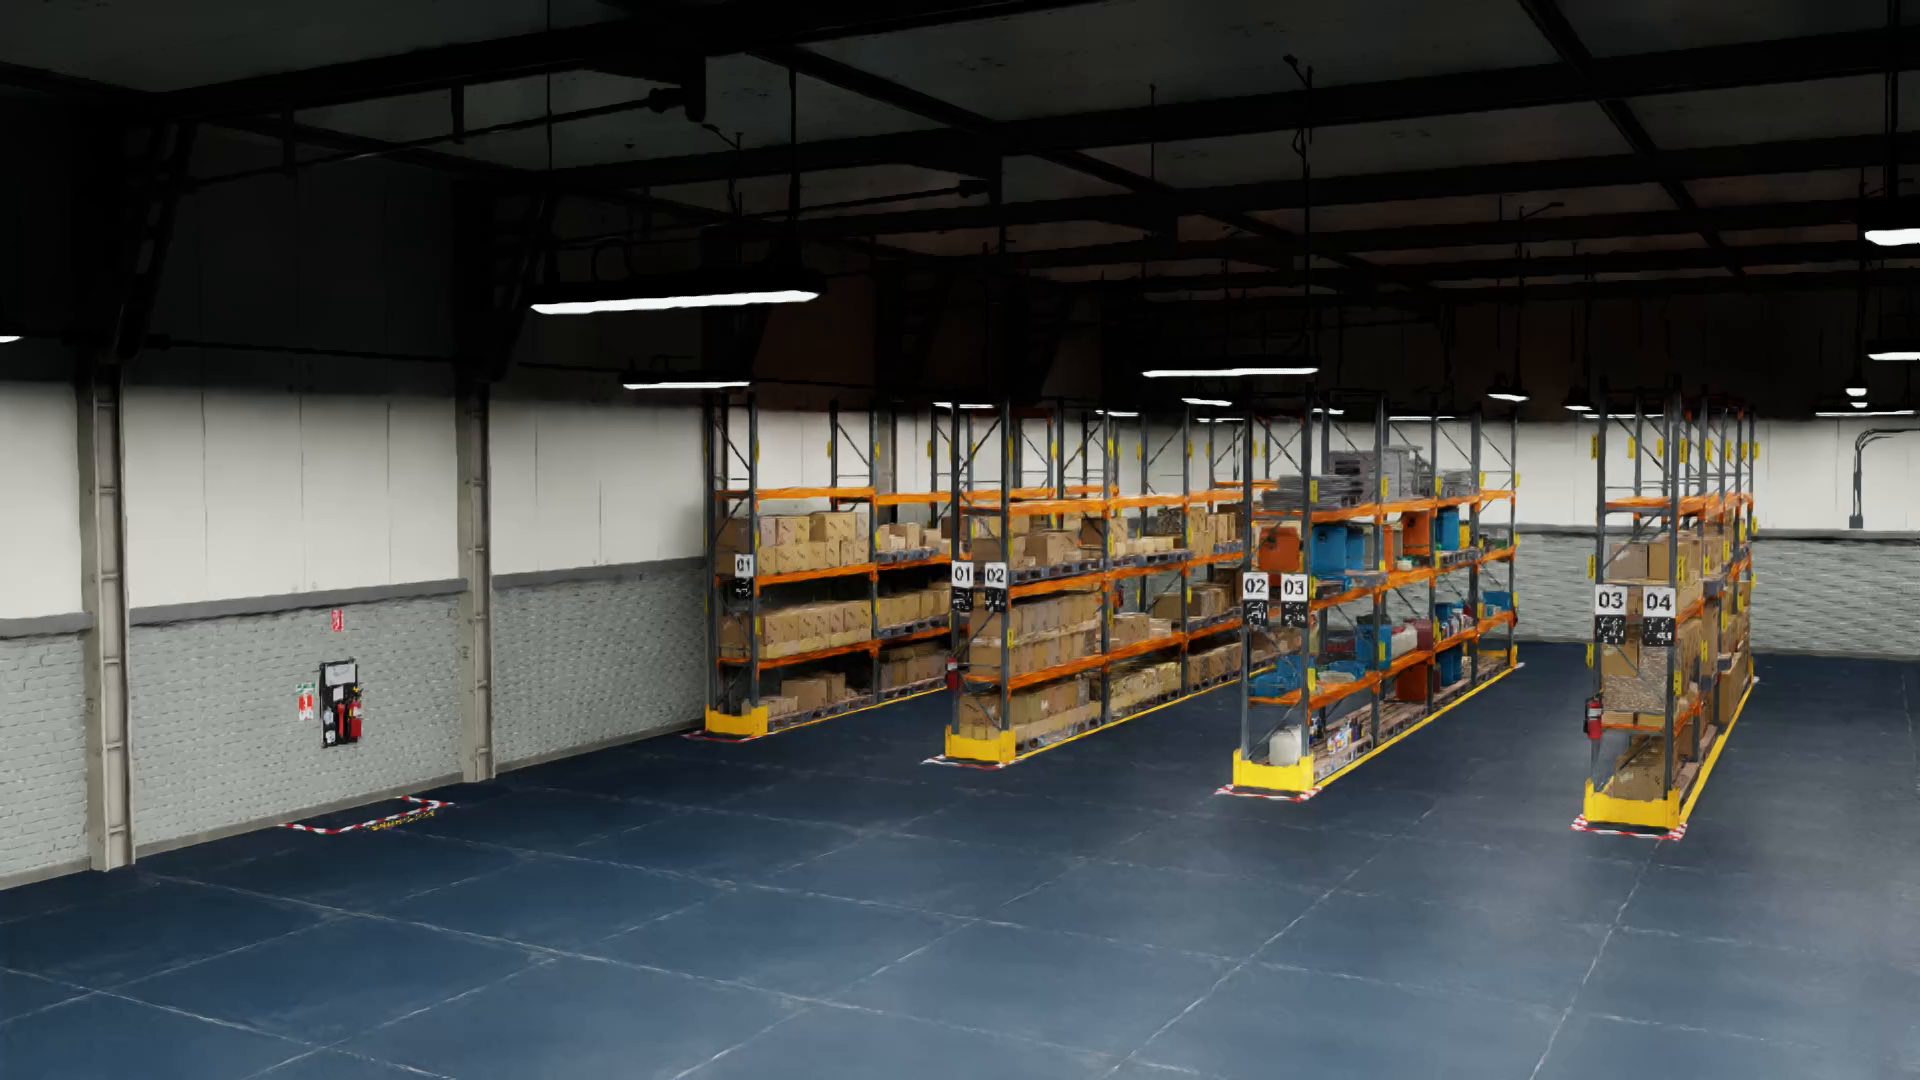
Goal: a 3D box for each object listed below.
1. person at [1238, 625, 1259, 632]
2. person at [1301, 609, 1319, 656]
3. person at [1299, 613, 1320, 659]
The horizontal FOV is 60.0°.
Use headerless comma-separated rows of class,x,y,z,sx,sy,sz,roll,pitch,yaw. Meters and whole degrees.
person,7.949,1.721,45.461,0.652,1.671,0.461,-1,3,-19
person,8.060,2.031,38.264,0.440,1.778,0.685,1,3,23
person,7.347,2.327,34.671,0.598,1.618,0.507,2,3,26
